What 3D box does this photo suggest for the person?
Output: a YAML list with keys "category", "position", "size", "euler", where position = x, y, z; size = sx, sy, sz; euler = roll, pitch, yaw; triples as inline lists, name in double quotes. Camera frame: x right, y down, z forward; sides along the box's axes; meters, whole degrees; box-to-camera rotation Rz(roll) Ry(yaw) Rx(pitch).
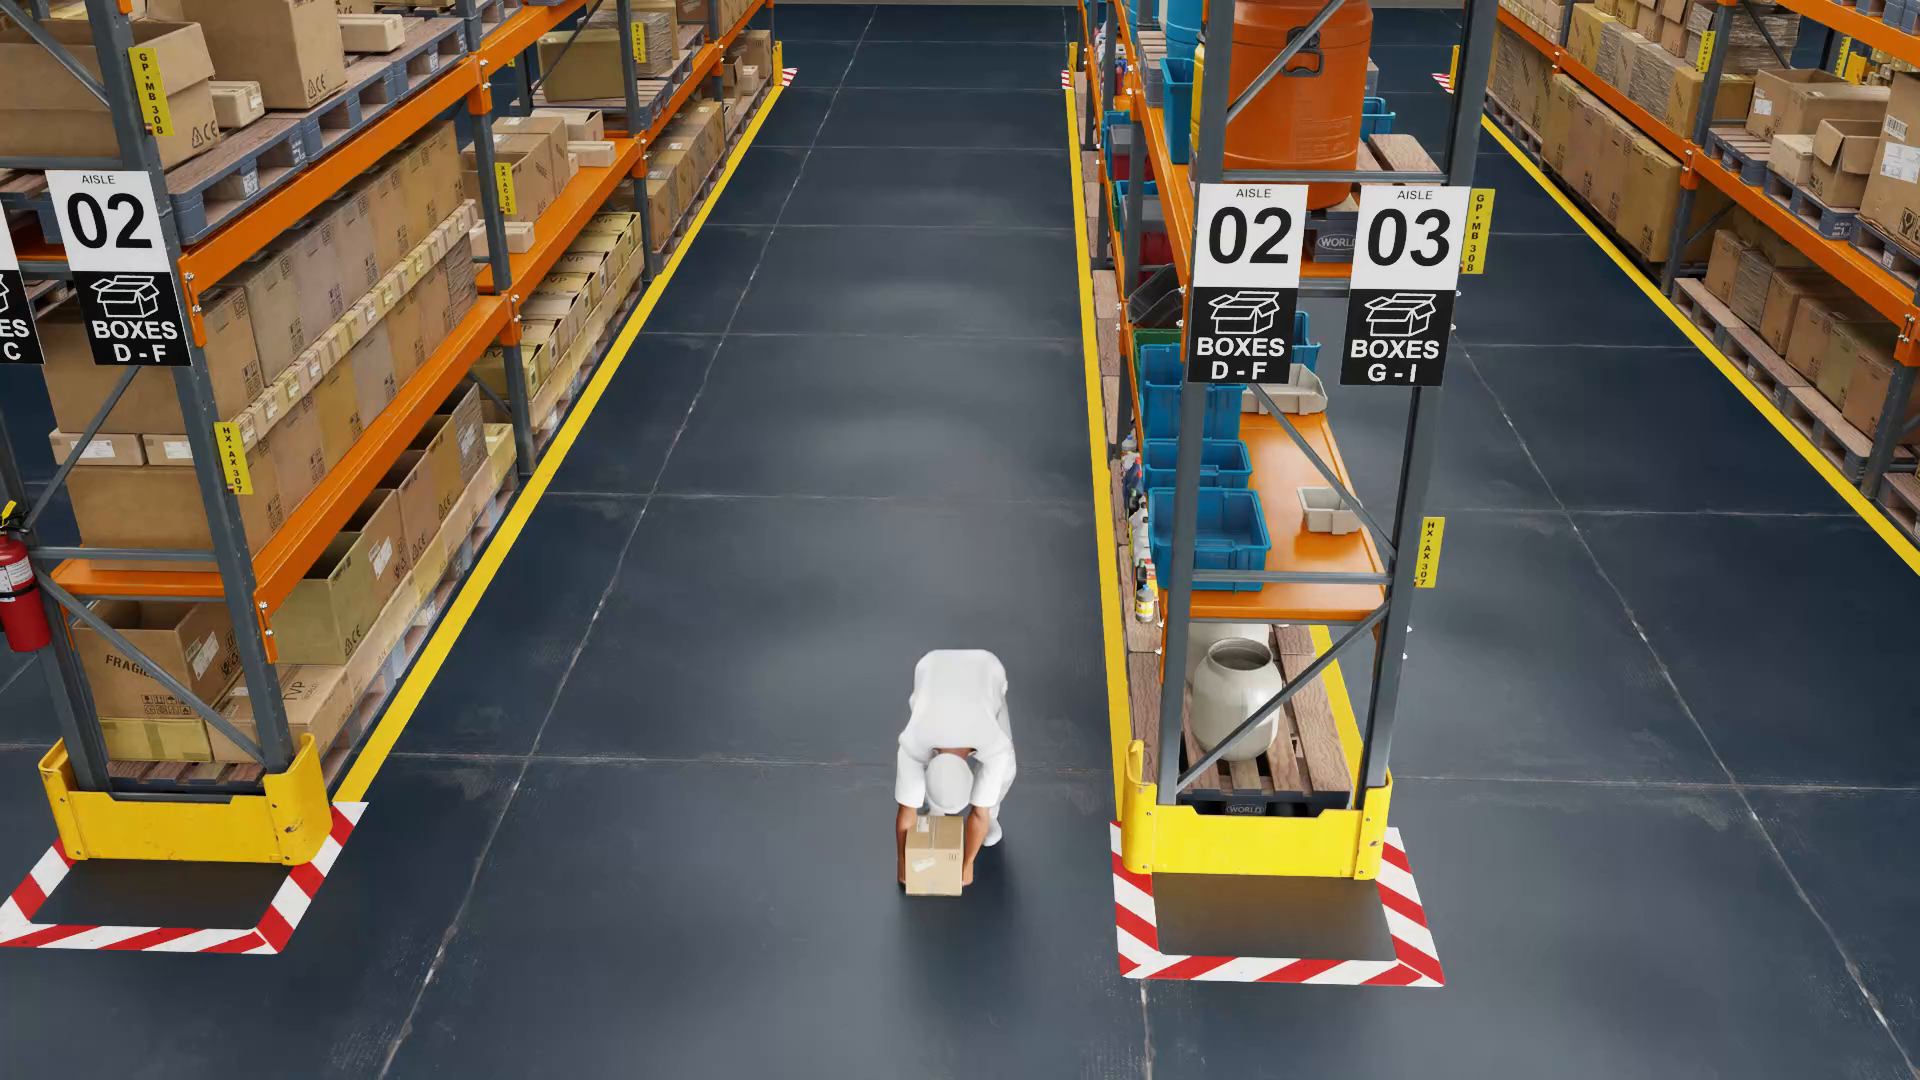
- category: "person"
  position: [-0.019, 1.036, 7.573]
  size: [0.547, 0.907, 0.976]
  euler: [0, 28, 0]
